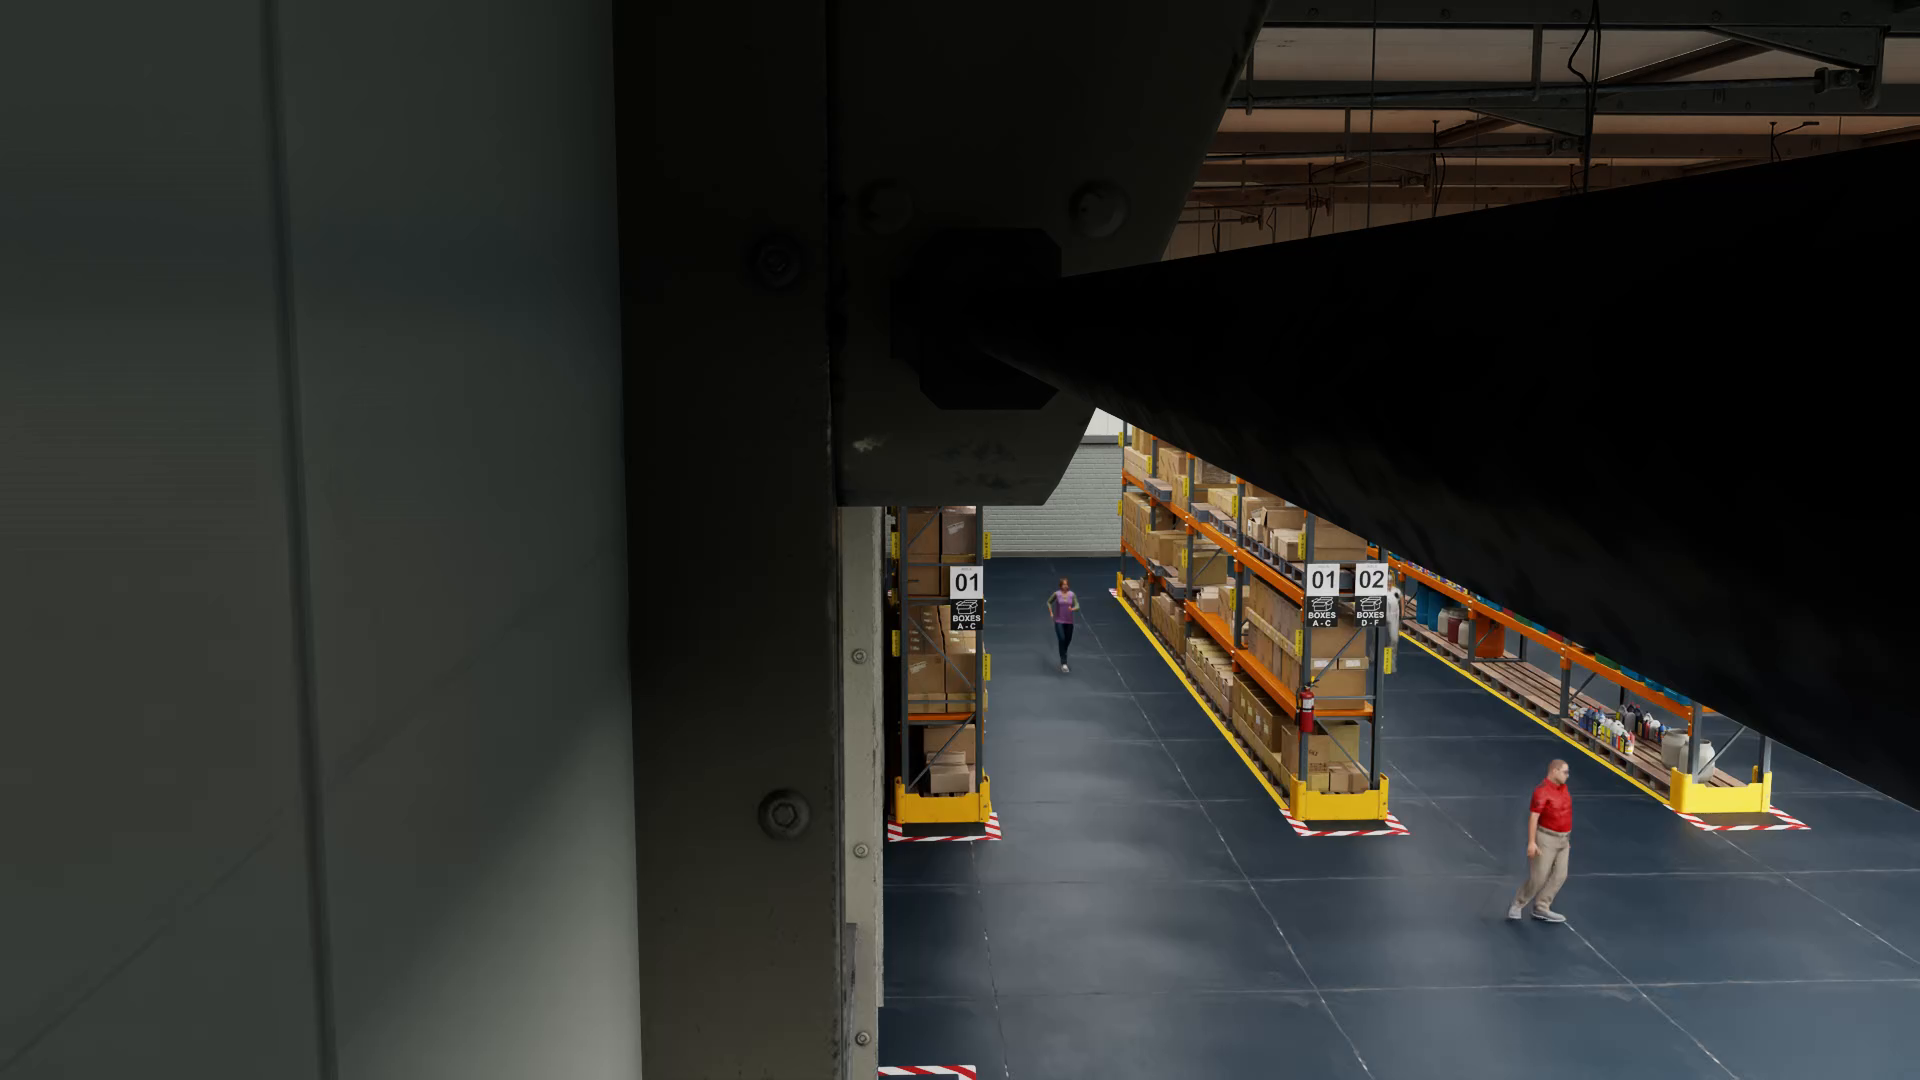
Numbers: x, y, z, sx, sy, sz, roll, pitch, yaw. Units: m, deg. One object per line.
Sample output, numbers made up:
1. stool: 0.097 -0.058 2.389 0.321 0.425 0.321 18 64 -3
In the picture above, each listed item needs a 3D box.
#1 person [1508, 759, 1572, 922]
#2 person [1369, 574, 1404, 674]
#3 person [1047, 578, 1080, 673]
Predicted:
1. person: 5.999 3.093 17.131 0.668 1.708 0.523 -7 11 -40
2. person: 7.472 1.430 29.134 0.618 1.709 0.901 0 8 3
3. person: 1.814 1.447 29.035 0.530 1.593 0.887 -1 8 -10
